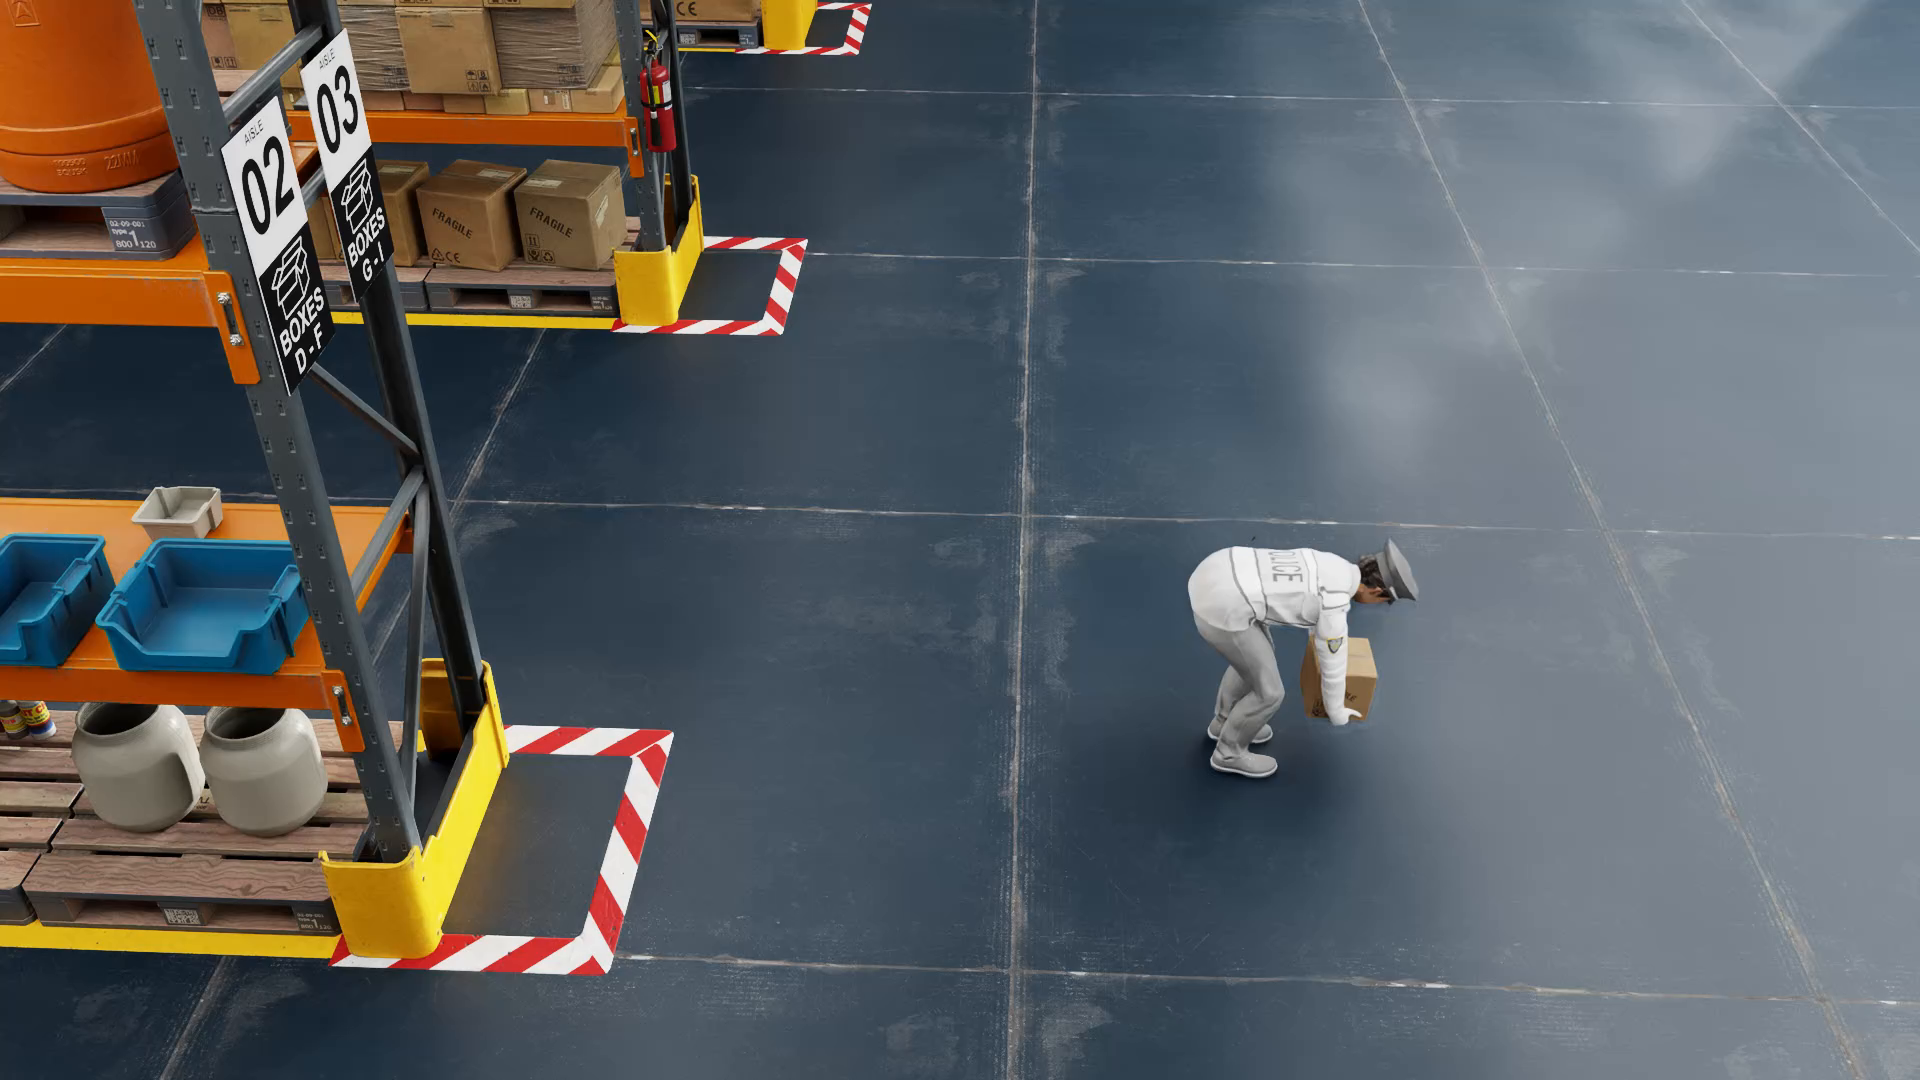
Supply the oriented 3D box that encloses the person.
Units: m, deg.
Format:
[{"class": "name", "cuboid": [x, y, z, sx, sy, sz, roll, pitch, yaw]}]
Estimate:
[{"class": "person", "cuboid": [1.394, 0.478, 6.933, 0.926, 1.106, 0.405, 0, 36, 0]}]
